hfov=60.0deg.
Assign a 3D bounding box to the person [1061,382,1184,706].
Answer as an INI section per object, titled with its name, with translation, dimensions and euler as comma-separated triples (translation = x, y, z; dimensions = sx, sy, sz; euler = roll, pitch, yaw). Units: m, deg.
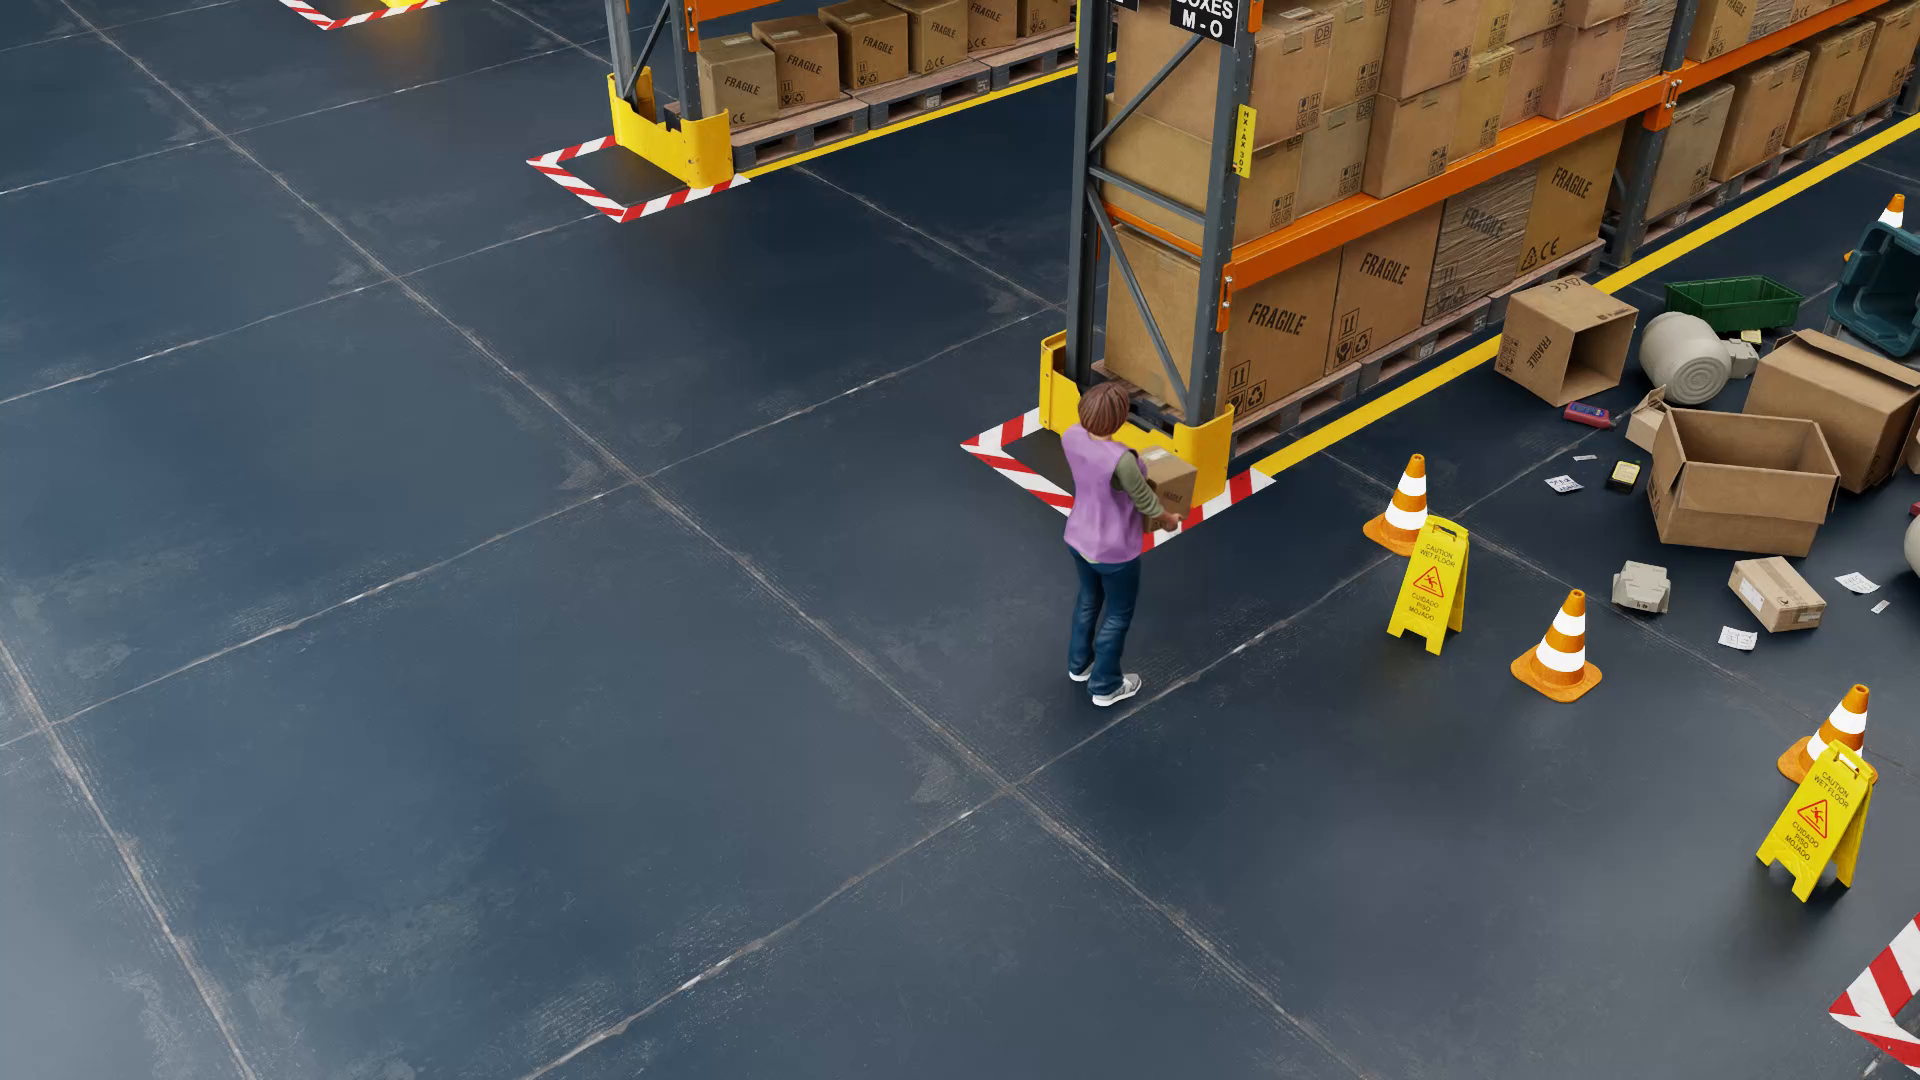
[person]
translation = 0.680, -0.004, 7.115
dimensions = 0.490, 1.568, 0.405
euler = -26, 44, -31
